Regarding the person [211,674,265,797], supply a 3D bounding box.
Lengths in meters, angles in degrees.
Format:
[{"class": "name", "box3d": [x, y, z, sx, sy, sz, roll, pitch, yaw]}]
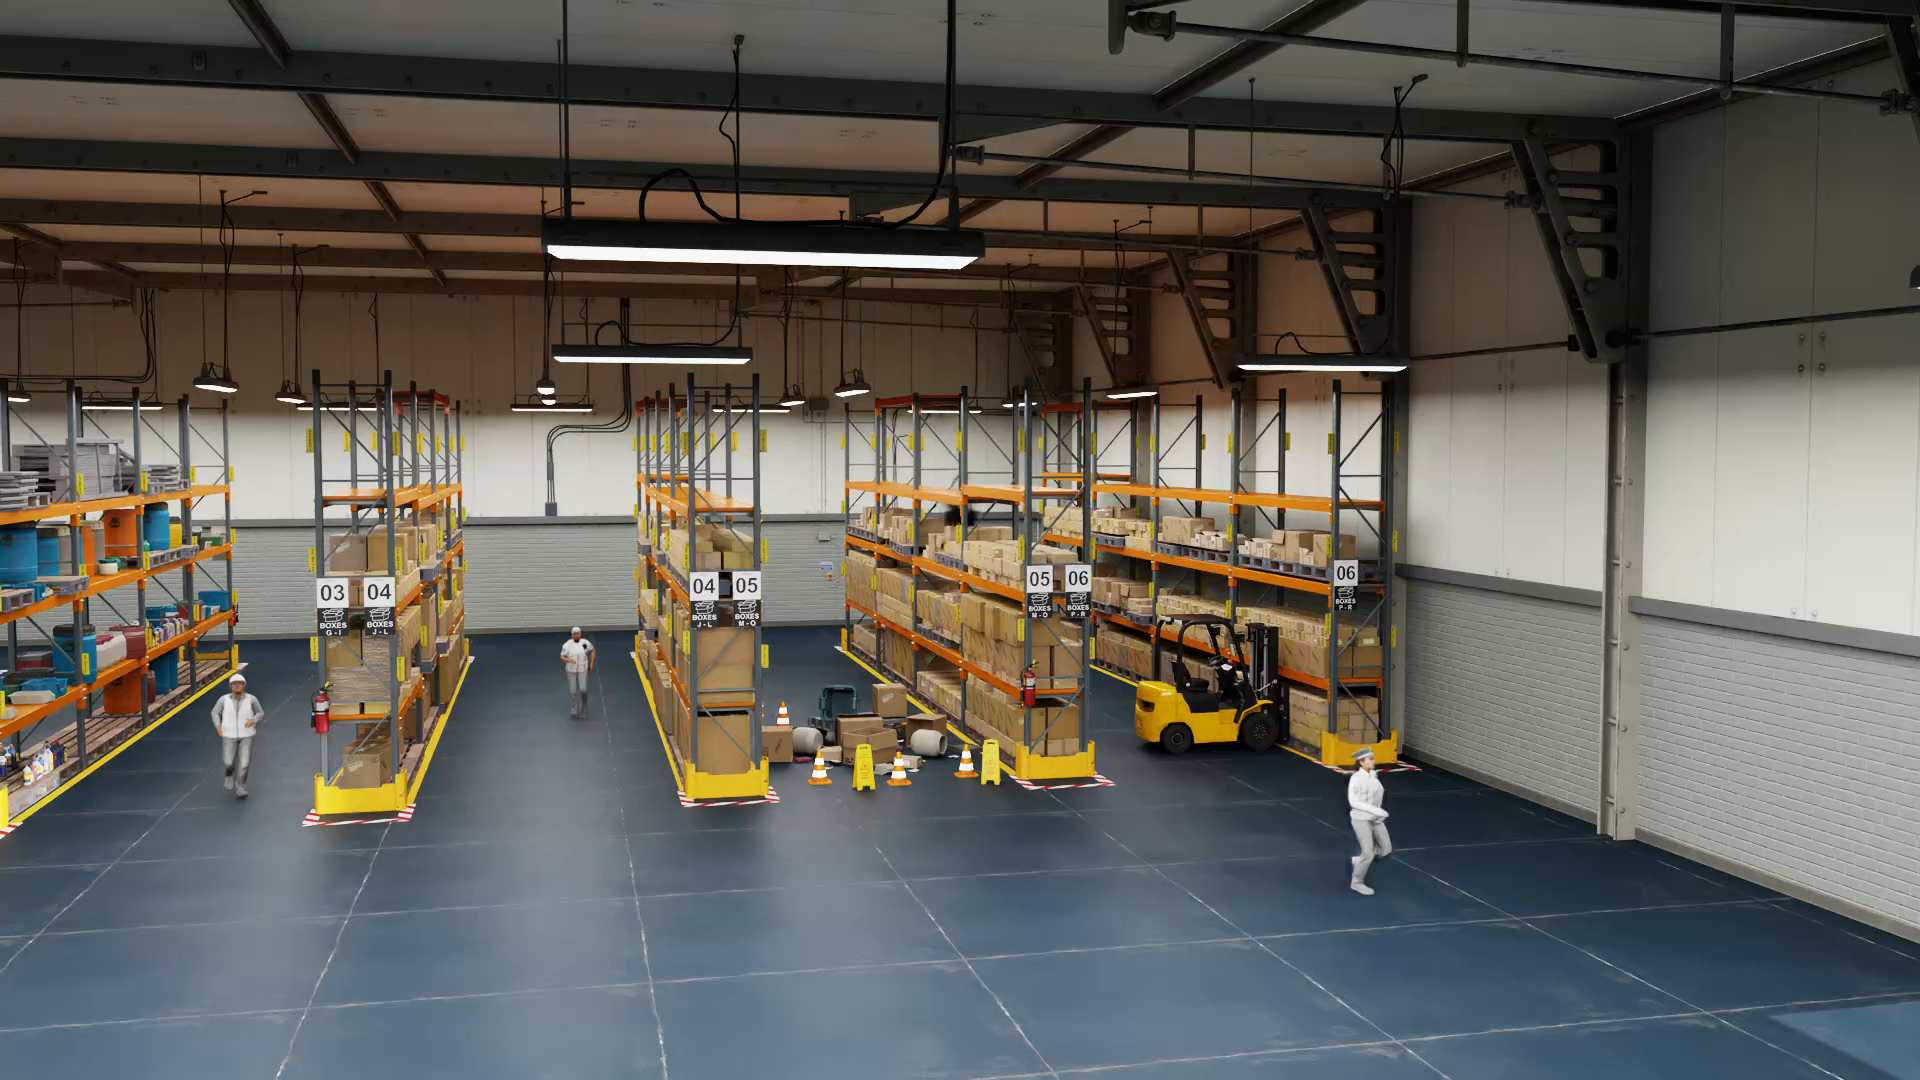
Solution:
[{"class": "person", "box3d": [-10.211, 2.771, 23.527, 0.703, 1.743, 0.542, -1, 4, -21]}]

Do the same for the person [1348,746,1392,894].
[{"class": "person", "box3d": [4.567, 3.110, 18.482, 0.607, 1.659, 0.518, -3, 5, -44]}]

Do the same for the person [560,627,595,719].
[{"class": "person", "box3d": [-6.977, 2.442, 30.365, 0.613, 1.714, 0.711, -1, 3, -13]}]
